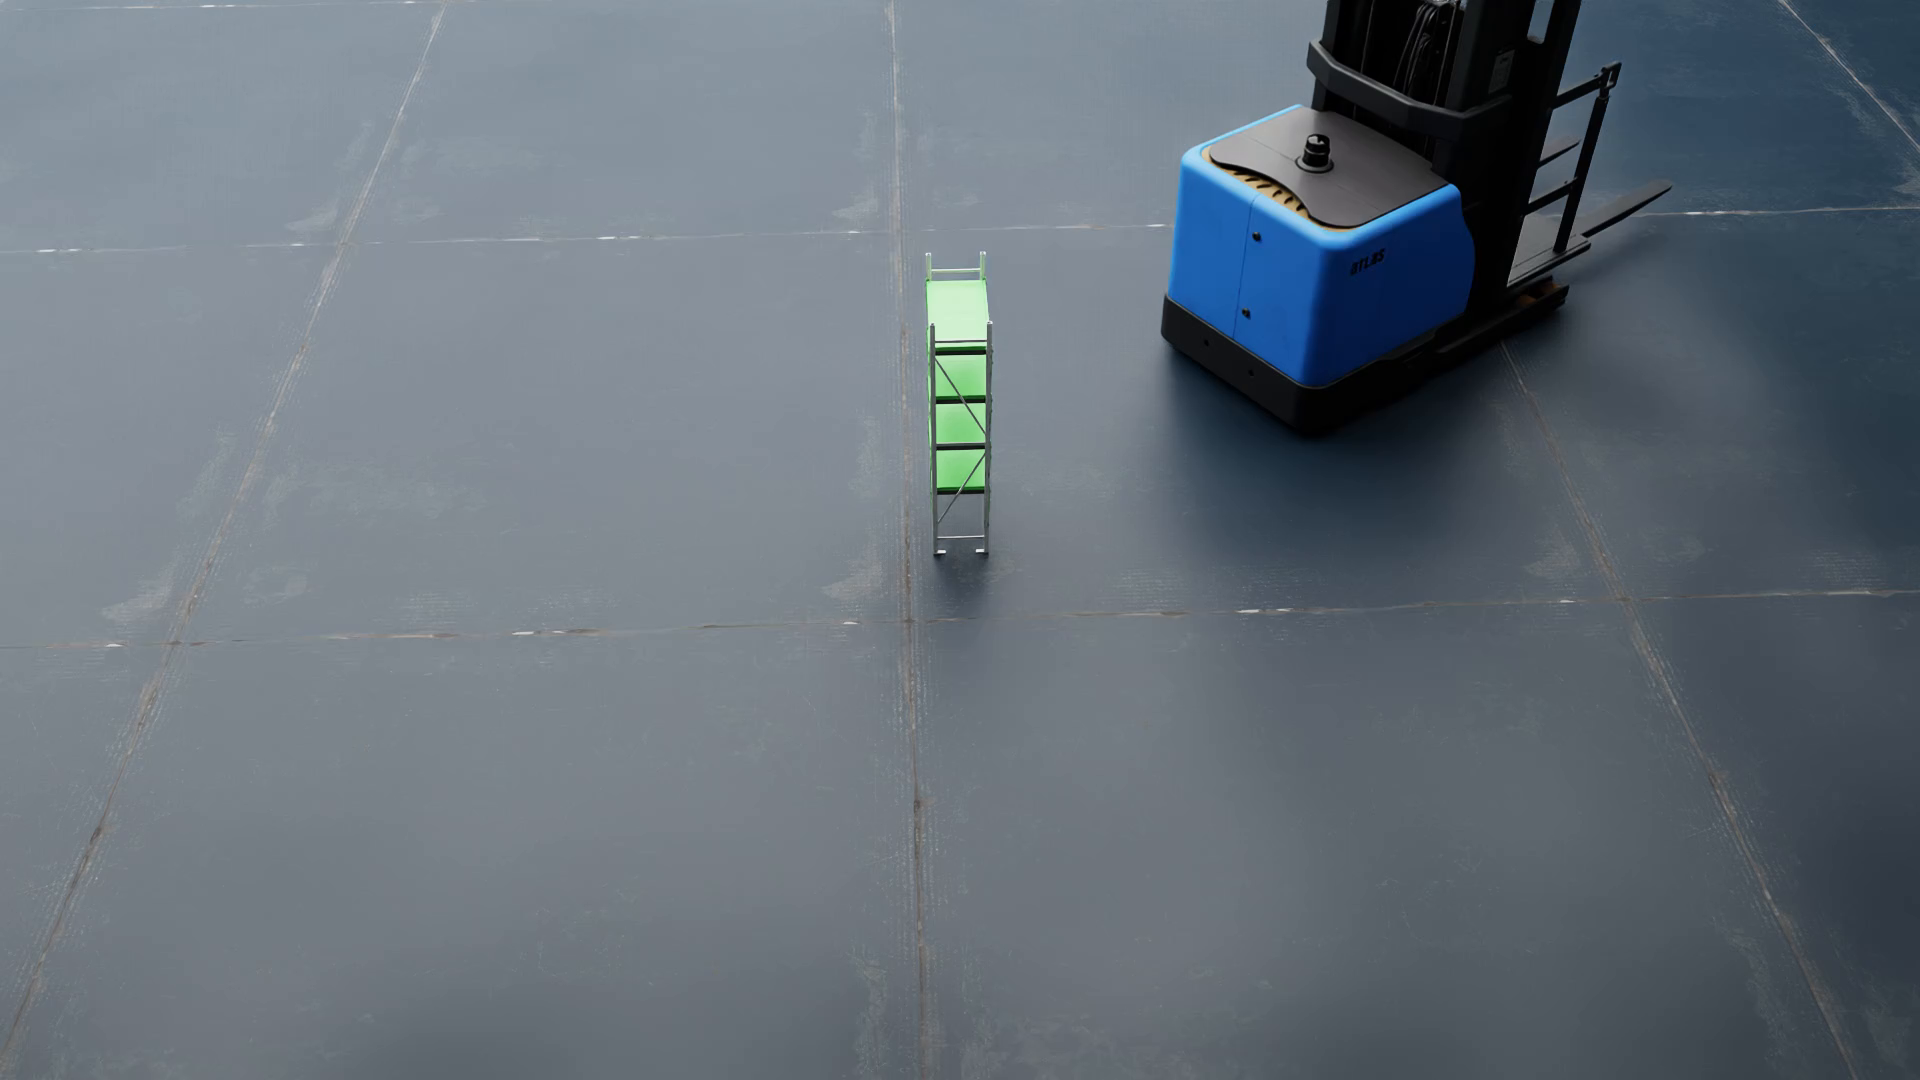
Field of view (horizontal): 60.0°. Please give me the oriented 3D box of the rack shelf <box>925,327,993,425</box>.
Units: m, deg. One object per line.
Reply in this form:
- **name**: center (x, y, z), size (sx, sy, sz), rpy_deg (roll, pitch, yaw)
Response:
- **rack shelf**: center (-0.007, -0.684, 6.847), size (0.258, 0.148, 0.480), rpy_deg (-2, 43, -2)

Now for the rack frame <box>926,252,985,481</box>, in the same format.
- **rack frame**: center (-0.017, -0.719, 7.146), size (0.240, 1.200, 0.015), rpy_deg (-2, 43, -2)

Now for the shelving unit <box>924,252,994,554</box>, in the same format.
- **shelving unit**: center (-0.007, -0.554, 6.966), size (0.258, 1.200, 0.503), rpy_deg (-2, 43, -2)

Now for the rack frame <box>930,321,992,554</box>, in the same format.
- **rack frame**: center (0.003, -0.389, 6.787), size (0.240, 1.200, 0.015), rpy_deg (-2, 43, -2)

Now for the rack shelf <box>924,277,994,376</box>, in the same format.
- **rack shelf**: center (-0.007, -0.861, 6.685), size (0.258, 0.148, 0.480), rpy_deg (-2, 43, -2)

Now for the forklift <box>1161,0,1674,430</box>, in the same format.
- **forklift**: center (2.476, -2.411, 7.712), size (3.031, 2.935, 1.130), rpy_deg (-27, 49, -27)

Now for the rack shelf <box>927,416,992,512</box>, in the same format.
- **rack shelf**: center (-0.007, -0.330, 7.172), size (0.258, 0.148, 0.480), rpy_deg (-2, 43, -2)

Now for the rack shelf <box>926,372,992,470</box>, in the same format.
- **rack shelf**: center (-0.007, -0.507, 7.010), size (0.258, 0.148, 0.480), rpy_deg (-2, 43, -2)
